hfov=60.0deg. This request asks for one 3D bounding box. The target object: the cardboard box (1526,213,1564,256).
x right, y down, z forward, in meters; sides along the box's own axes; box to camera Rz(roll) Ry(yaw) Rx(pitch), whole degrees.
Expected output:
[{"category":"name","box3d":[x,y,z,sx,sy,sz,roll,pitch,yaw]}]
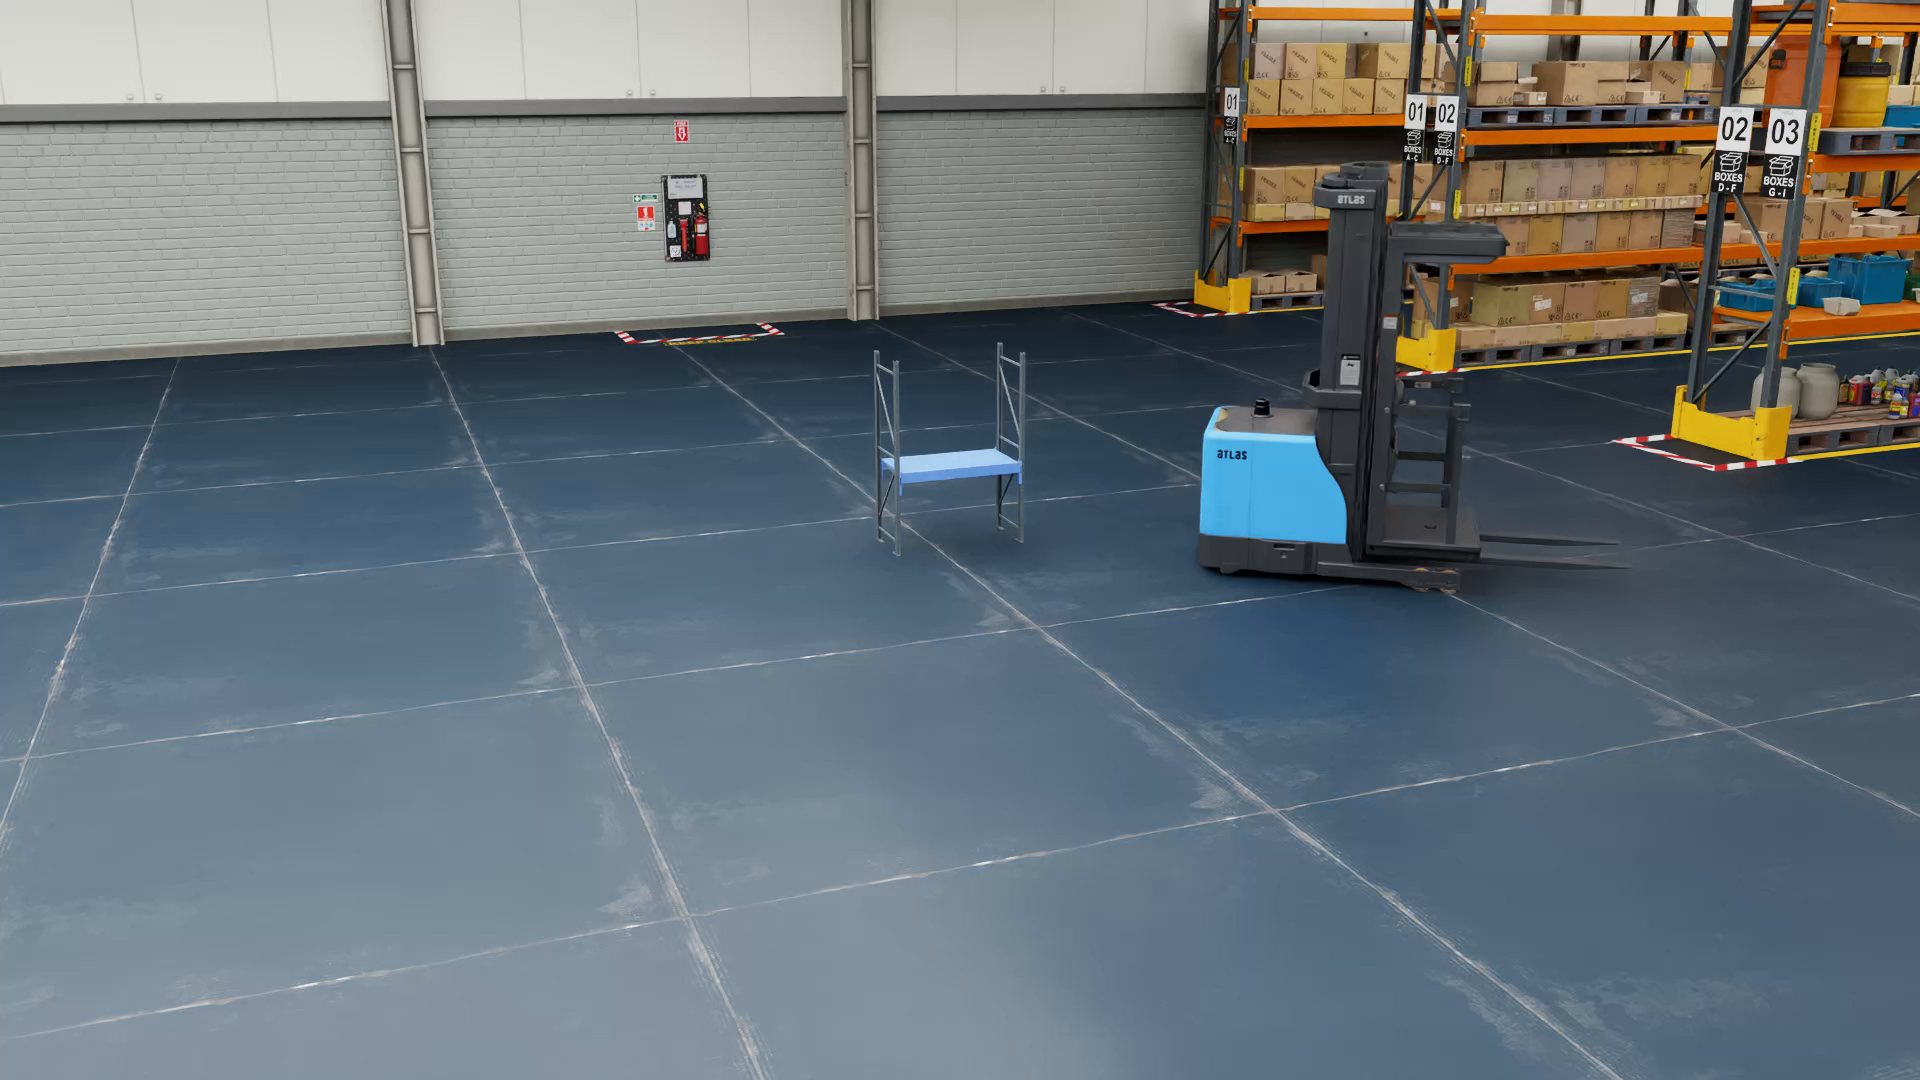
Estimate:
[{"category":"cardboard box","box3d":[7.033,-3.827,20.628,0.500,0.500,0.700,-6,17,-20]}]

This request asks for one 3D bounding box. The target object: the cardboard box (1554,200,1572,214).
[{"category":"cardboard box","box3d":[7.283,-4.105,20.424,0.250,0.149,0.380,-6,18,-21]}]

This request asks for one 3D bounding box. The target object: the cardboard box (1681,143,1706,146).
[{"category":"cardboard box","box3d":[12.148,-6.467,27.725,0.500,0.250,0.500,-7,18,-22]}]

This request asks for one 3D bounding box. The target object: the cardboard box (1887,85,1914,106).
[{"category":"cardboard box","box3d":[12.222,-5.889,22.027,0.500,0.250,0.500,-6,17,-19]}]

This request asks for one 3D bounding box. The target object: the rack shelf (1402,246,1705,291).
[{"category":"rack shelf","box3d":[7.505,-3.489,20.931,4.000,0.370,1.077,-6,17,-20]}]

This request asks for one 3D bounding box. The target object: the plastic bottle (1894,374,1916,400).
[{"category":"plastic bottle","box3d":[9.743,-1.566,17.159,0.135,0.276,0.152,-6,17,-20]}]

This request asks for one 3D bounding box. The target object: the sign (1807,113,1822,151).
[{"category":"sign","box3d":[7.600,-3.627,14.786,0.005,0.325,0.100,-6,17,-20]}]

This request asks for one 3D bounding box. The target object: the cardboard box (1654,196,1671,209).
[{"category":"cardboard box","box3d":[8.721,-4.259,20.951,0.250,0.149,0.380,-7,18,-22]}]

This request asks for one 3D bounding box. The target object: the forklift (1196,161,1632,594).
[{"category":"forklift","box3d":[3.319,-1.191,11.954,3.031,2.935,1.130,4,17,13]}]

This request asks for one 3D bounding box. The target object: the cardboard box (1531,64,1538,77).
[{"category":"cardboard box","box3d":[9.288,-7.186,25.997,0.500,0.500,0.500,-7,18,-22]}]

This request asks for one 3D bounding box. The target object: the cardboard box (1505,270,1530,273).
[{"category":"cardboard box","box3d":[8.743,-4.494,26.734,0.500,0.500,0.700,-7,18,-21]}]

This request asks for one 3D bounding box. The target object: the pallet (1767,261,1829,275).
[{"category":"pallet","box3d":[14.374,-4.709,28.761,1.213,0.211,1.003,-6,17,-20]}]

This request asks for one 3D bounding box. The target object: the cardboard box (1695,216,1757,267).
[{"category":"cardboard box","box3d":[12.886,-5.038,28.001,0.750,0.750,0.750,-6,17,-20]}]

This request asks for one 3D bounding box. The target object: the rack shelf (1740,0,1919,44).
[{"category":"rack shelf","box3d":[9.274,-4.872,15.703,4.000,0.370,1.077,-6,17,-20]}]

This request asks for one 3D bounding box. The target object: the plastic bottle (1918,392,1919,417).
[{"category":"plastic bottle","box3d":[9.531,-1.366,16.488,0.097,0.271,0.097,0,16,0]}]

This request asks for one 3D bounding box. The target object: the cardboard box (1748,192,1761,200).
[{"category":"cardboard box","box3d":[13.151,-5.761,27.801,0.250,0.149,0.380,-6,17,-20]}]

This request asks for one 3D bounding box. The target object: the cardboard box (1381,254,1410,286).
[{"category":"cardboard box","box3d":[6.642,-4.235,25.852,0.500,0.500,0.500,-8,18,-24]}]

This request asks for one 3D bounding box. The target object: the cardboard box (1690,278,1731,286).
[{"category":"cardboard box","box3d":[10.132,-3.357,22.346,0.500,0.311,0.500,-6,17,-19]}]

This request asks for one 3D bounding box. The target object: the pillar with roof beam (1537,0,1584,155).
[{"category":"pillar with roof beam","box3d":[11.349,-7.584,22.953,0.400,9.000,9.100,-6,17,-20]}]

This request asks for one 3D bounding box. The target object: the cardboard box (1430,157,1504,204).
[{"category":"cardboard box","box3d":[6.128,-4.352,20.114,0.500,0.500,0.700,-6,17,-20]}]

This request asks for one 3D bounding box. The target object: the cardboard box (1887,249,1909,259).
[{"category":"cardboard box","box3d":[16.273,-5.245,29.328,0.500,0.500,0.700,-6,18,-21]}]

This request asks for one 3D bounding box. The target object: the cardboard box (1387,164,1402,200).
[{"category":"cardboard box","box3d":[6.328,-5.407,25.087,0.500,0.500,0.500,-7,18,-22]}]

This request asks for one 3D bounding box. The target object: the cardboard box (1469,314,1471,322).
[{"category":"cardboard box","box3d":[6.496,-2.700,21.103,0.500,0.250,0.500,-6,17,-20]}]

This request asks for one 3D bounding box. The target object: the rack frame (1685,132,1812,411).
[{"category":"rack frame","box3d":[7.407,-2.329,15.704,0.127,3.000,1.000,-6,17,-20]}]

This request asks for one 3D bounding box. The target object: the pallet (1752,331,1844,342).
[{"category":"pallet","box3d":[11.188,-2.906,22.620,1.213,0.211,1.003,-6,17,-20]}]

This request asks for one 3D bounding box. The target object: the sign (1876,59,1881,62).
[{"category":"sign","box3d":[15.271,-7.842,27.678,0.005,0.325,0.100,-6,17,-20]}]

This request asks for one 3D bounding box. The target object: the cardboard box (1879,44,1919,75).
[{"category":"cardboard box","box3d":[15.833,-8.120,28.113,0.500,0.500,0.500,-6,18,-21]}]

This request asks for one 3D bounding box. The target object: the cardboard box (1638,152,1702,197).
[{"category":"cardboard box","box3d":[8.961,-4.660,21.162,0.500,0.500,0.700,-6,17,-20]}]

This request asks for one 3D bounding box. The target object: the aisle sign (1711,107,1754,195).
[{"category":"aisle sign","box3d":[7.233,-3.647,15.579,0.004,0.787,0.394,-6,17,-20]}]

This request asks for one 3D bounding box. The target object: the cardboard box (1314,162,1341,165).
[{"category":"cardboard box","box3d":[5.651,-5.488,25.364,0.500,0.500,0.500,-6,17,-19]}]

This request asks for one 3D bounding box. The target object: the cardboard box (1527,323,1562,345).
[{"category":"cardboard box","box3d":[7.151,-2.612,20.803,0.500,0.250,0.500,-6,17,-20]}]

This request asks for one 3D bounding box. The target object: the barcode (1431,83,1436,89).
[{"category":"barcode","box3d":[5.747,-5.507,20.175,0.075,0.075,0.001,-6,17,-20]}]

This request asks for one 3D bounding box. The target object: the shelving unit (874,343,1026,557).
[{"category":"shelving unit","box3d":[-0.080,-0.711,12.858,1.048,1.500,0.538,-6,17,-20]}]

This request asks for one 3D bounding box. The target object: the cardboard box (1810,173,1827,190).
[{"category":"cardboard box","box3d":[14.254,-6.178,28.073,0.500,0.500,0.500,-6,17,-20]}]

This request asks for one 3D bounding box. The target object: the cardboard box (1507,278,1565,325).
[{"category":"cardboard box","box3d":[7.147,-2.974,20.707,0.500,0.500,0.500,-6,17,-20]}]

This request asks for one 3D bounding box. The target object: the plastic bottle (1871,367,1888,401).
[{"category":"plastic bottle","box3d":[9.493,-1.619,17.209,0.185,0.351,0.144,-5,17,-18]}]

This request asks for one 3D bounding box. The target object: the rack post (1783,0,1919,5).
[{"category":"rack post","box3d":[8.158,-5.010,15.075,0.954,0.300,0.937,-4,17,-14]}]

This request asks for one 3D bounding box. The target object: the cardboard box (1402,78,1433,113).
[{"category":"cardboard box","box3d":[6.737,-6.672,24.957,0.500,0.500,0.500,-8,18,-25]}]

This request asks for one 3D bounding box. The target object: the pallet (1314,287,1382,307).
[{"category":"pallet","box3d":[5.841,-3.799,25.662,1.213,0.211,1.003,-6,17,-20]}]

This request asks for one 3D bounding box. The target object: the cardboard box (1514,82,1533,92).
[{"category":"cardboard box","box3d":[6.619,-5.454,20.295,0.500,0.250,0.500,-6,17,-20]}]

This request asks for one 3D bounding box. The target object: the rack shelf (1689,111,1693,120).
[{"category":"rack shelf","box3d":[13.200,-7.037,27.692,4.000,0.370,1.077,-6,17,-20]}]

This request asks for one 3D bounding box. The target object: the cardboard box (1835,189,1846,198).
[{"category":"cardboard box","box3d":[14.853,-5.926,28.363,0.250,0.149,0.380,-6,17,-20]}]

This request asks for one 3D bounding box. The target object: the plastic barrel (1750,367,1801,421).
[{"category":"plastic barrel","box3d":[7.994,-1.423,16.290,0.421,0.512,0.421,0,16,0]}]

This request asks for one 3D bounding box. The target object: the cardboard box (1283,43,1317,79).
[{"category":"cardboard box","box3d":[4.795,-6.924,24.042,0.500,0.500,0.500,-6,18,-21]}]

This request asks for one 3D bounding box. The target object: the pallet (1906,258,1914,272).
[{"category":"pallet","box3d":[16.946,-4.987,29.707,1.213,0.211,1.003,-6,17,-20]}]

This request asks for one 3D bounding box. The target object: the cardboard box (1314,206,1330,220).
[{"category":"cardboard box","box3d":[5.389,-4.944,24.842,0.500,0.250,0.500,-6,18,-21]}]

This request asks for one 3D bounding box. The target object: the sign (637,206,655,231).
[{"category":"sign","box3d":[-4.271,-4.378,22.619,0.234,0.329,0.001,-6,17,-20]}]

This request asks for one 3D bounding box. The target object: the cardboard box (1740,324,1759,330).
[{"category":"cardboard box","box3d":[10.316,-2.944,21.936,0.500,0.250,0.500,-6,17,-19]}]

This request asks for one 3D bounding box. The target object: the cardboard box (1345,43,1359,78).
[{"category":"cardboard box","box3d":[5.617,-7.174,24.895,0.500,0.500,0.500,-6,17,-20]}]

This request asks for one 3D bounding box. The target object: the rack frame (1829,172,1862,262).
[{"category":"rack frame","box3d":[15.067,-6.145,28.700,0.127,3.000,1.000,-6,17,-20]}]

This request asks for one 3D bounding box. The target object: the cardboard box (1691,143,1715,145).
[{"category":"cardboard box","box3d":[12.628,-6.518,27.898,0.500,0.250,0.500,-7,18,-21]}]

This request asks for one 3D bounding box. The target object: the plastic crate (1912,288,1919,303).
[{"category":"plastic crate","box3d":[9.716,-2.375,16.330,0.437,0.136,0.530,-6,17,-20]}]

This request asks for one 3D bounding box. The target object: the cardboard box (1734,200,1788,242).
[{"category":"cardboard box","box3d":[10.588,-4.210,21.933,0.500,0.500,0.500,-5,17,-16]}]

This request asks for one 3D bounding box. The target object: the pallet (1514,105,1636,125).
[{"category":"pallet","box3d":[7.448,-5.218,20.375,1.213,0.211,1.003,-6,17,-20]}]

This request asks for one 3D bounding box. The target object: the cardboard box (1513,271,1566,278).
[{"category":"cardboard box","box3d":[7.428,-3.161,21.344,0.500,0.500,0.500,-6,17,-20]}]
